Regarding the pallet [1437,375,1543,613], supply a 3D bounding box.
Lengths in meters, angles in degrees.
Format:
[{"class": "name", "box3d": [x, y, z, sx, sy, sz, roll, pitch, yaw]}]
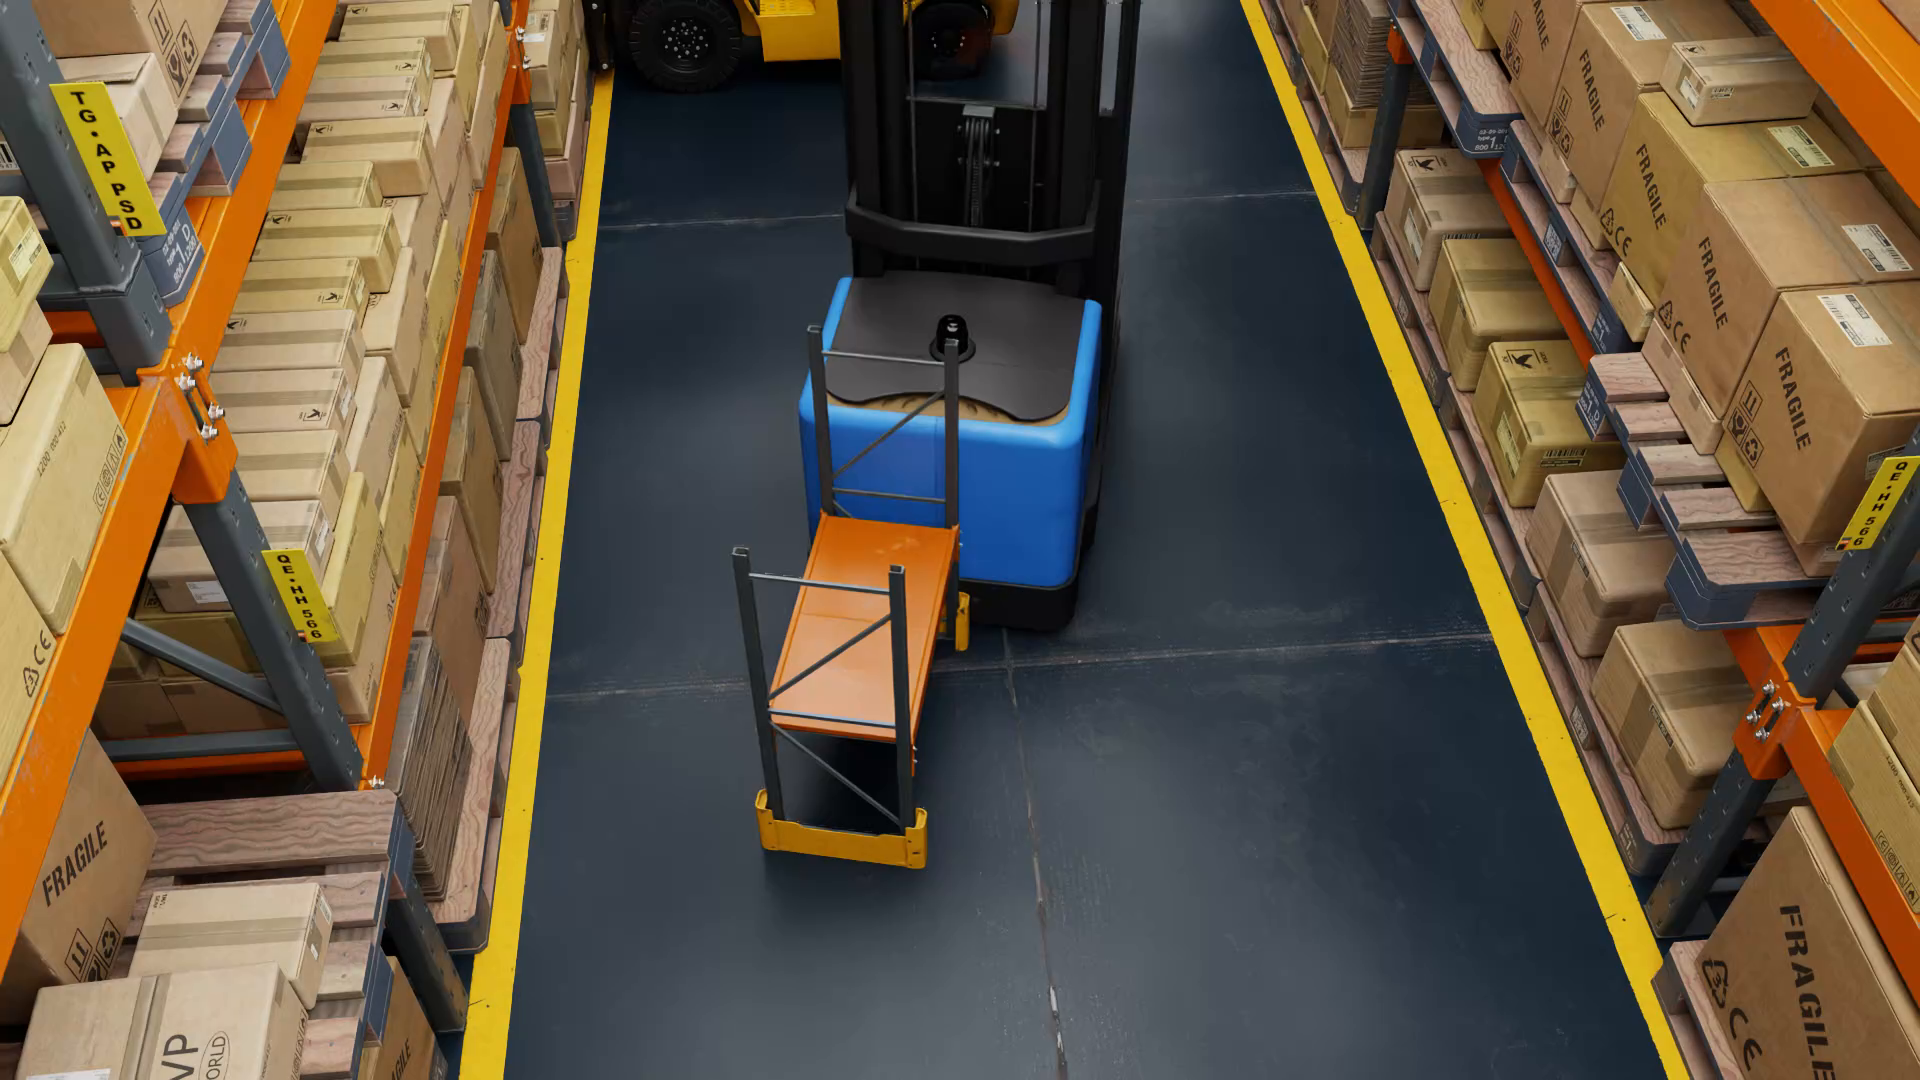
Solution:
[{"class": "pallet", "box3d": [2.678, -0.245, 6.973, 1.003, 0.211, 1.213, -3, 47, -3]}]

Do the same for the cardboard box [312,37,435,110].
[{"class": "cardboard box", "box3d": [-2.069, -1.630, 5.849, 0.380, 0.149, 0.250, -4, 47, -4]}]

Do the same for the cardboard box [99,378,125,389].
[{"class": "cardboard box", "box3d": [-2.429, -0.308, 4.596, 0.380, 0.149, 0.250, -4, 47, -3]}]

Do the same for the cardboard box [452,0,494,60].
[{"class": "cardboard box", "box3d": [-2.144, -2.128, 6.595, 0.500, 0.250, 0.500, -4, 47, -4]}]

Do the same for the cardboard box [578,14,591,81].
[{"class": "cardboard box", "box3d": [-2.267, -2.654, 8.938, 0.500, 0.250, 0.500, -3, 47, -3]}]

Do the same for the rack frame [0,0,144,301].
[{"class": "rack frame", "box3d": [-2.105, -1.516, 2.125, 1.000, 3.000, 0.127, -3, 47, -3]}]

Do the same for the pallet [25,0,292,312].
[{"class": "pallet", "box3d": [-2.251, -0.906, 3.742, 1.213, 0.211, 1.003, -2, 47, -1]}]

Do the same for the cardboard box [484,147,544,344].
[{"class": "cardboard box", "box3d": [-2.385, -1.299, 7.397, 0.875, 0.625, 0.625, -2, 47, -2]}]

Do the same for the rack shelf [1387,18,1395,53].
[{"class": "rack shelf", "box3d": [2.338, -3.852, 8.964, 1.077, 0.370, 4.000, -3, 47, -3]}]

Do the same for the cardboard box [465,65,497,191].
[{"class": "cardboard box", "box3d": [-2.090, -1.584, 6.424, 0.500, 0.250, 0.500, -4, 47, -4]}]

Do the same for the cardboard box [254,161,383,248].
[{"class": "cardboard box", "box3d": [-2.075, -1.075, 5.323, 0.380, 0.149, 0.250, -3, 47, -3]}]

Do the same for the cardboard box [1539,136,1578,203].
[{"class": "cardboard box", "box3d": [2.318, -1.346, 5.979, 0.380, 0.149, 0.250, -2, 47, -2]}]

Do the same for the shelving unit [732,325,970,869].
[{"class": "shelving unit", "box3d": [-0.332, 0.215, 5.650, 0.587, 1.500, 1.083, 6, 47, 6]}]

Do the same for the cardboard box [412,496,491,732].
[{"class": "cardboard box", "box3d": [-2.207, 0.294, 5.888, 0.875, 0.625, 0.625, -2, 47, -2]}]

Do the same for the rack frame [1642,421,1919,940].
[{"class": "rack frame", "box3d": [2.840, 0.242, 4.591, 1.000, 3.000, 0.127, -3, 47, -3]}]

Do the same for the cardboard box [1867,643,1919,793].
[{"class": "cardboard box", "box3d": [2.637, 0.503, 4.103, 0.500, 0.250, 0.500, -4, 47, -4]}]

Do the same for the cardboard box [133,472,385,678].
[{"class": "cardboard box", "box3d": [-1.874, 0.089, 4.495, 0.500, 0.250, 0.500, -4, 47, -3]}]

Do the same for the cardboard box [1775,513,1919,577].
[{"class": "cardboard box", "box3d": [2.579, -0.039, 4.741, 0.380, 0.149, 0.250, -2, 47, -2]}]

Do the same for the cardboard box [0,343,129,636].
[{"class": "cardboard box", "box3d": [-1.821, -0.077, 2.931, 0.500, 0.250, 0.500, -5, 47, -5]}]

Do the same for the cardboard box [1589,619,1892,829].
[{"class": "cardboard box", "box3d": [2.803, 0.592, 5.781, 0.950, 0.372, 0.625, -6, 47, -6]}]

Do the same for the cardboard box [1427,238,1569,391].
[{"class": "cardboard box", "box3d": [2.616, -0.993, 7.282, 0.950, 0.372, 0.625, -1, 47, -1]}]

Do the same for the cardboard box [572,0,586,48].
[{"class": "cardboard box", "box3d": [-2.248, -2.816, 8.748, 0.500, 0.250, 0.500, -4, 47, -4]}]

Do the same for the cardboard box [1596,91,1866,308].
[{"class": "cardboard box", "box3d": [2.428, -1.089, 5.289, 0.500, 0.500, 0.500, -6, 47, -6]}]

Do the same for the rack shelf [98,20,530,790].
[{"class": "rack shelf", "box3d": [-2.273, -0.653, 5.935, 1.077, 0.370, 4.000, -3, 47, -3]}]

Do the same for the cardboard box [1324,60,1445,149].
[{"class": "cardboard box", "box3d": [2.188, -2.262, 8.568, 0.500, 0.250, 0.500, -2, 47, -1]}]

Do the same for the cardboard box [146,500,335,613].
[{"class": "cardboard box", "box3d": [-1.839, 0.041, 4.267, 0.380, 0.149, 0.250, -2, 47, -2]}]

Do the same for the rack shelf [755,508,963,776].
[{"class": "rack shelf", "box3d": [-0.331, 0.332, 5.787, 0.538, 0.185, 1.000, 6, 47, 6]}]

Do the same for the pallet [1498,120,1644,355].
[{"class": "pallet", "box3d": [2.634, -1.122, 6.015, 1.003, 0.211, 1.213, -3, 47, -3]}]

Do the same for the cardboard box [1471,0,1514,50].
[{"class": "cardboard box", "box3d": [2.302, -2.214, 6.354, 0.500, 0.500, 0.500, -3, 47, -3]}]

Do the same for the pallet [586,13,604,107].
[{"class": "pallet", "box3d": [-2.570, -2.851, 9.441, 1.003, 0.211, 1.213, -3, 47, -3]}]

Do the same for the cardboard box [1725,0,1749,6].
[{"class": "cardboard box", "box3d": [2.853, -1.880, 6.038, 0.500, 0.500, 0.500, -2, 47, -2]}]

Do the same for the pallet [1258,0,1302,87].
[{"class": "pallet", "box3d": [2.309, -3.062, 9.641, 1.003, 0.211, 1.213, -3, 47, -3]}]

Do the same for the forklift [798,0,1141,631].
[{"class": "forklift", "box3d": [0.140, -1.740, 6.515, 1.130, 2.935, 3.031, 6, 47, 6]}]

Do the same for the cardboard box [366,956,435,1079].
[{"class": "cardboard box", "box3d": [-1.856, 1.555, 4.781, 0.500, 0.500, 0.500, -2, 47, -2]}]

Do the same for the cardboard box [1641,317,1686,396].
[{"class": "cardboard box", "box3d": [2.405, -0.591, 5.264, 0.380, 0.149, 0.250, -5, 47, -5]}]

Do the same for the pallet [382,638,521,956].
[{"class": "pallet", "box3d": [-2.135, 0.907, 5.882, 1.003, 0.211, 1.213, -3, 47, -3]}]

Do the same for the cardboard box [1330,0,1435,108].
[{"class": "cardboard box", "box3d": [2.189, -2.520, 8.296, 0.500, 0.500, 0.500, -4, 47, -4]}]

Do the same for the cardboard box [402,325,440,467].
[{"class": "cardboard box", "box3d": [-1.986, -0.474, 5.373, 0.500, 0.250, 0.500, -5, 47, -5]}]

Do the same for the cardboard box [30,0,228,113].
[{"class": "cardboard box", "box3d": [-1.923, -1.237, 3.499, 0.500, 0.500, 0.500, -3, 47, -3]}]

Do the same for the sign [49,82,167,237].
[{"class": "sign", "box3d": [-1.565, -0.694, 3.056, 0.100, 0.325, 0.005, -3, 47, -3]}]

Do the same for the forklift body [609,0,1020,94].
[{"class": "forklift body", "box3d": [-0.798, -3.689, 8.899, 2.313, 2.155, 1.214, -3, 47, -3]}]

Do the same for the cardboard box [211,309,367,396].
[{"class": "cardboard box", "box3d": [-1.944, -0.525, 4.802, 0.380, 0.149, 0.250, -3, 47, -3]}]

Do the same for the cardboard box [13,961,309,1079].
[{"class": "cardboard box", "box3d": [-1.695, 1.197, 3.501, 0.500, 0.250, 0.500, -5, 47, -5]}]

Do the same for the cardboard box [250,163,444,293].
[{"class": "cardboard box", "box3d": [-2.034, -1.020, 5.545, 0.500, 0.250, 0.500, -3, 47, -3]}]

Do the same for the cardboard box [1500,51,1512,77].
[{"class": "cardboard box", "box3d": [2.349, -1.909, 6.513, 0.380, 0.149, 0.250, -1, 47, -1]}]

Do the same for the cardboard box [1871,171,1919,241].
[{"class": "cardboard box", "box3d": [2.983, -0.755, 4.973, 0.500, 0.500, 0.500, -1, 47, -1]}]
